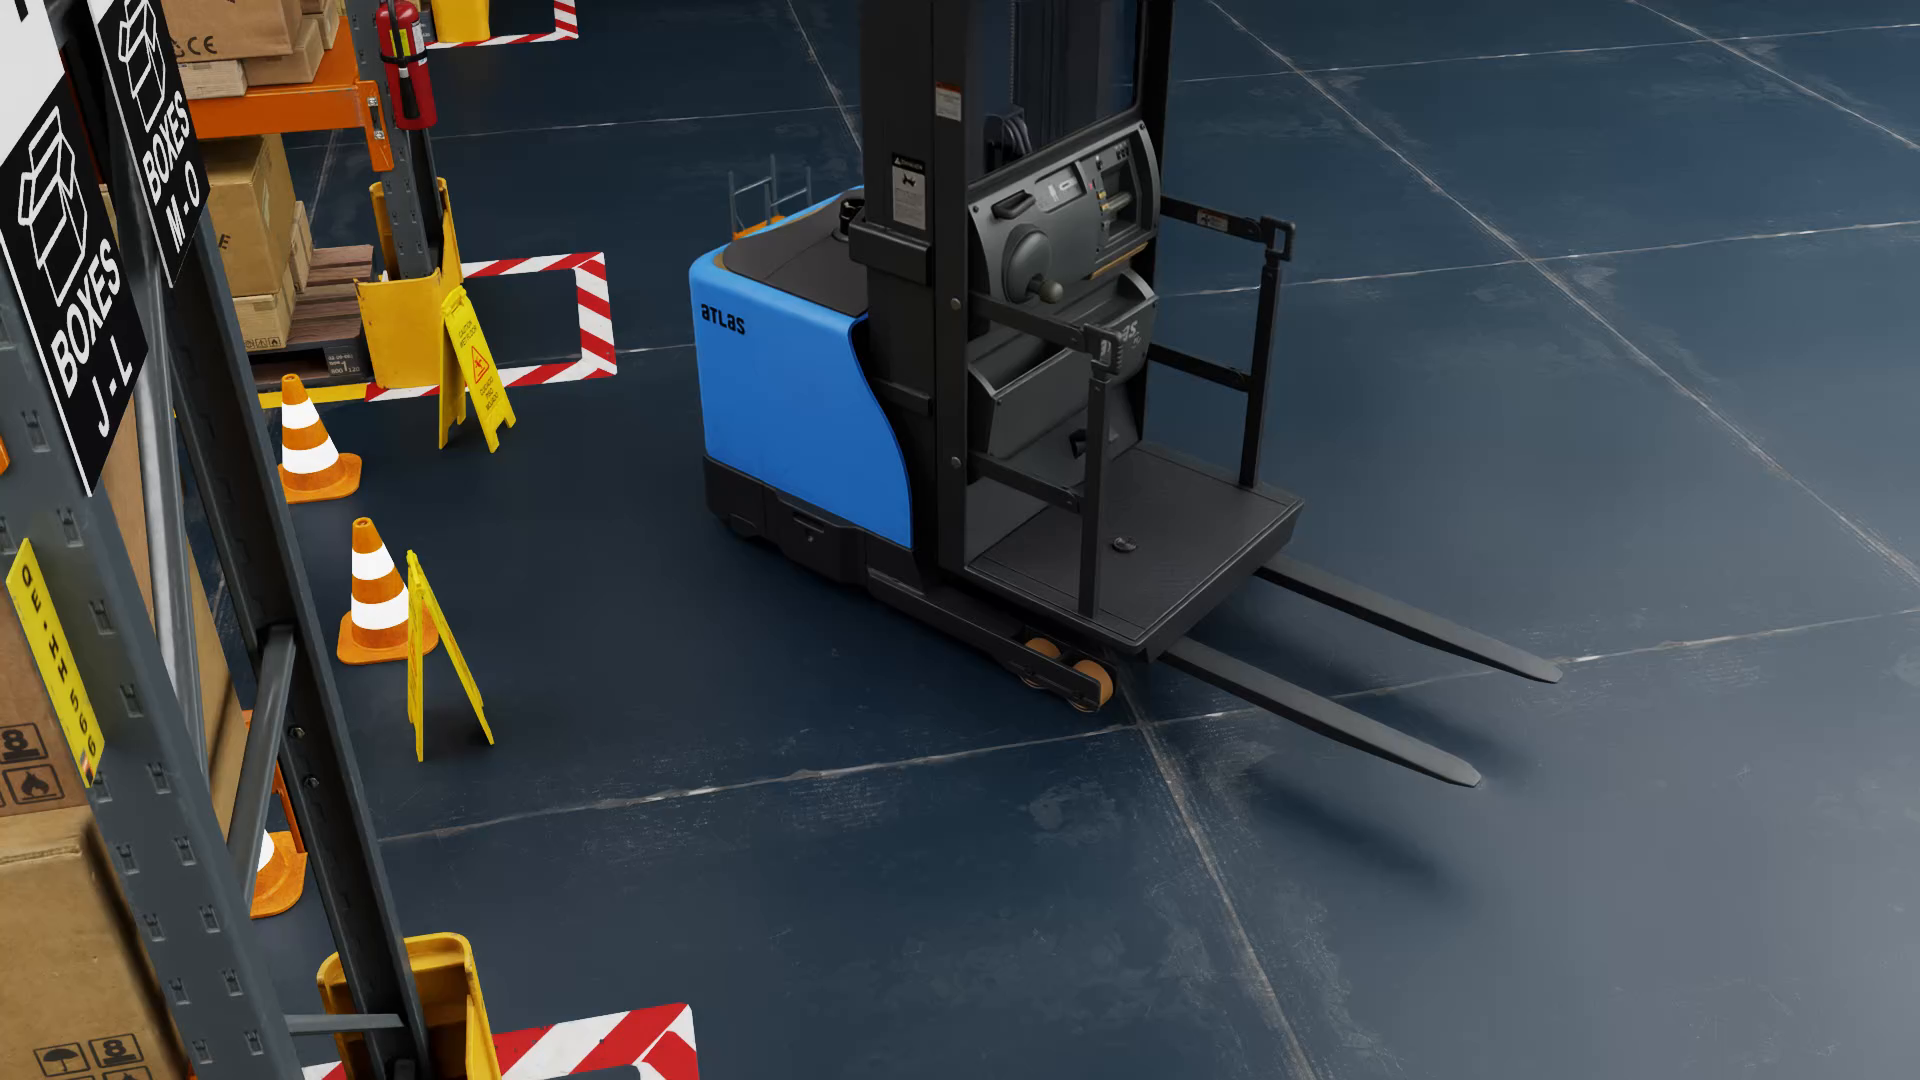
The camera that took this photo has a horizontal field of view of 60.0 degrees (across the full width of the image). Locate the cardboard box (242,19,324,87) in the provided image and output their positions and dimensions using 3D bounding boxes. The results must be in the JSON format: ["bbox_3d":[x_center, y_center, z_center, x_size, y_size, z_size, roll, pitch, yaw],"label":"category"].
[{"bbox_3d":[-2.738,-1.973,6.723,0.250,0.149,0.380,-6,34,-9],"label":"cardboard box"}]

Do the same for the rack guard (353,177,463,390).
[{"bbox_3d":[-2.495,-1.192,7.577,0.348,0.500,1.175,-7,35,-11],"label":"rack guard"}]

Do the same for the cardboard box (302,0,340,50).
[{"bbox_3d":[-2.797,-2.205,7.070,0.250,0.149,0.380,-7,35,-10],"label":"cardboard box"}]

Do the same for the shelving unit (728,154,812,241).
[{"bbox_3d":[-0.704,-0.869,6.468,0.189,1.200,0.258,24,41,31],"label":"shelving unit"}]

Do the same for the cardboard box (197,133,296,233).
[{"bbox_3d":[-3.291,-1.631,7.406,0.500,0.500,0.500,-8,35,-12],"label":"cardboard box"}]

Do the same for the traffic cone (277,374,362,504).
[{"bbox_3d":[-2.555,-0.432,6.478,0.334,0.463,0.336,-7,35,-11],"label":"traffic cone"}]

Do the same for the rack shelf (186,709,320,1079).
[{"bbox_3d":[-3.181,0.983,2.738,4.000,0.370,1.077,-7,35,-11],"label":"rack shelf"}]

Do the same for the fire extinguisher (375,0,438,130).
[{"bbox_3d":[-2.207,-1.971,6.564,0.183,0.674,0.296,-7,35,-11],"label":"fire extinguisher"}]

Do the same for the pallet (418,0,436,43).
[{"bbox_3d":[-4.256,-3.662,11.517,1.213,0.211,1.003,-7,35,-11],"label":"pallet"}]

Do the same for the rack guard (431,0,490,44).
[{"bbox_3d":[-3.496,-3.901,11.615,0.348,0.500,1.175,-7,35,-11],"label":"rack guard"}]

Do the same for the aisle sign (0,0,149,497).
[{"bbox_3d":[-1.094,-0.486,1.950,0.004,0.787,0.394,-7,35,-11],"label":"aisle sign"}]

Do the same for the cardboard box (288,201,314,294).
[{"bbox_3d":[-3.268,-1.323,7.620,0.500,0.250,0.500,-7,35,-11],"label":"cardboard box"}]

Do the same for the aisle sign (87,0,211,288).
[{"bbox_3d":[-1.227,-0.812,2.436,0.004,0.787,0.394,-7,35,-11],"label":"aisle sign"}]

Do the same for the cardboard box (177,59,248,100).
[{"bbox_3d":[-2.961,-1.881,6.587,0.250,0.149,0.380,-8,35,-11],"label":"cardboard box"}]

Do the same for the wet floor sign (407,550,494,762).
[{"bbox_3d":[-1.638,0.337,5.169,0.232,0.644,0.267,-13,36,-19],"label":"wet floor sign"}]

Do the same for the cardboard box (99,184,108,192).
[{"bbox_3d":[-3.487,-1.531,6.675,0.250,0.149,0.380,-6,34,-9],"label":"cardboard box"}]

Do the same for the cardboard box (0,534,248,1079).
[{"bbox_3d":[-1.582,0.447,2.758,0.550,0.550,0.875,-7,35,-11],"label":"cardboard box"}]

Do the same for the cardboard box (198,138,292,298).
[{"bbox_3d":[-3.144,-1.343,6.977,0.500,0.500,0.500,-7,34,-10],"label":"cardboard box"}]

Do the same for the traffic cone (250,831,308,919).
[{"bbox_3d":[-2.061,0.786,4.664,0.334,0.463,0.336,-7,35,-11],"label":"traffic cone"}]

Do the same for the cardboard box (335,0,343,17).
[{"bbox_3d":[-4.395,-3.684,11.138,0.500,0.250,0.500,-7,35,-11],"label":"cardboard box"}]

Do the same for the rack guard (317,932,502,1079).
[{"bbox_3d":[-1.206,1.474,3.605,0.348,0.500,1.175,-7,35,-11],"label":"rack guard"}]

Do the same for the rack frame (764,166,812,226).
[{"bbox_3d":[-0.632,-0.837,6.421,0.006,1.200,0.240,24,41,31],"label":"rack frame"}]

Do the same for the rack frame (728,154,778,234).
[{"bbox_3d":[-0.775,-0.901,6.516,0.006,1.200,0.240,24,41,31],"label":"rack frame"}]

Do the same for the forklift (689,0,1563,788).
[{"bbox_3d":[0.506,-0.992,5.098,3.031,2.935,1.130,24,41,31],"label":"forklift"}]

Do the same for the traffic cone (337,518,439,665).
[{"bbox_3d":[-1.979,0.130,5.641,0.334,0.463,0.336,-7,35,-11],"label":"traffic cone"}]

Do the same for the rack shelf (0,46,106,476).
[{"bbox_3d":[-3.181,-0.262,1.902,4.000,0.370,1.077,-7,35,-11],"label":"rack shelf"}]

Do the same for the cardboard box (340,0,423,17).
[{"bbox_3d":[-3.908,-3.739,11.221,0.500,0.250,0.500,-7,34,-10],"label":"cardboard box"}]

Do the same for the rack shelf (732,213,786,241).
[{"bbox_3d":[-0.704,-1.131,6.292,0.180,0.103,0.258,24,41,31],"label":"rack shelf"}]

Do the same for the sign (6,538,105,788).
[{"bbox_3d":[-1.124,0.156,2.073,0.005,0.325,0.100,-7,35,-11],"label":"sign"}]

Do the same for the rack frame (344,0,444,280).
[{"bbox_3d":[-2.420,-2.239,6.895,0.127,3.000,1.000,-7,35,-11],"label":"rack frame"}]

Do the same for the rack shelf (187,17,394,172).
[{"bbox_3d":[-4.371,-1.694,6.729,4.000,0.370,1.077,-7,35,-11],"label":"rack shelf"}]

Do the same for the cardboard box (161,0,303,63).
[{"bbox_3d":[-2.889,-2.188,6.461,0.500,0.500,0.500,-8,35,-11],"label":"cardboard box"}]

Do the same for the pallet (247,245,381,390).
[{"bbox_3d":[-3.295,-0.991,7.538,1.213,0.211,1.003,-7,35,-11],"label":"pallet"}]

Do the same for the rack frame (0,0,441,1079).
[{"bbox_3d":[-1.229,0.441,2.901,0.053,2.616,0.949,-7,35,-11],"label":"rack frame"}]

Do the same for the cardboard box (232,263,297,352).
[{"bbox_3d":[-3.173,-1.023,7.173,0.500,0.250,0.500,-7,35,-11],"label":"cardboard box"}]

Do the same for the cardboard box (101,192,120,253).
[{"bbox_3d":[-3.653,-1.277,6.879,0.500,0.500,0.500,-6,34,-9],"label":"cardboard box"}]

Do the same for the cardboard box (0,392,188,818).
[{"bbox_3d":[-1.600,-0.047,2.525,0.550,0.550,0.875,-7,35,-11],"label":"cardboard box"}]

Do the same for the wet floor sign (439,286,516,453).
[{"bbox_3d":[-1.999,-0.703,6.719,0.232,0.644,0.267,4,34,6],"label":"wet floor sign"}]

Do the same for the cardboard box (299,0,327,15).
[{"bbox_3d":[-2.944,-2.497,6.922,0.500,0.500,0.500,-8,35,-11],"label":"cardboard box"}]
